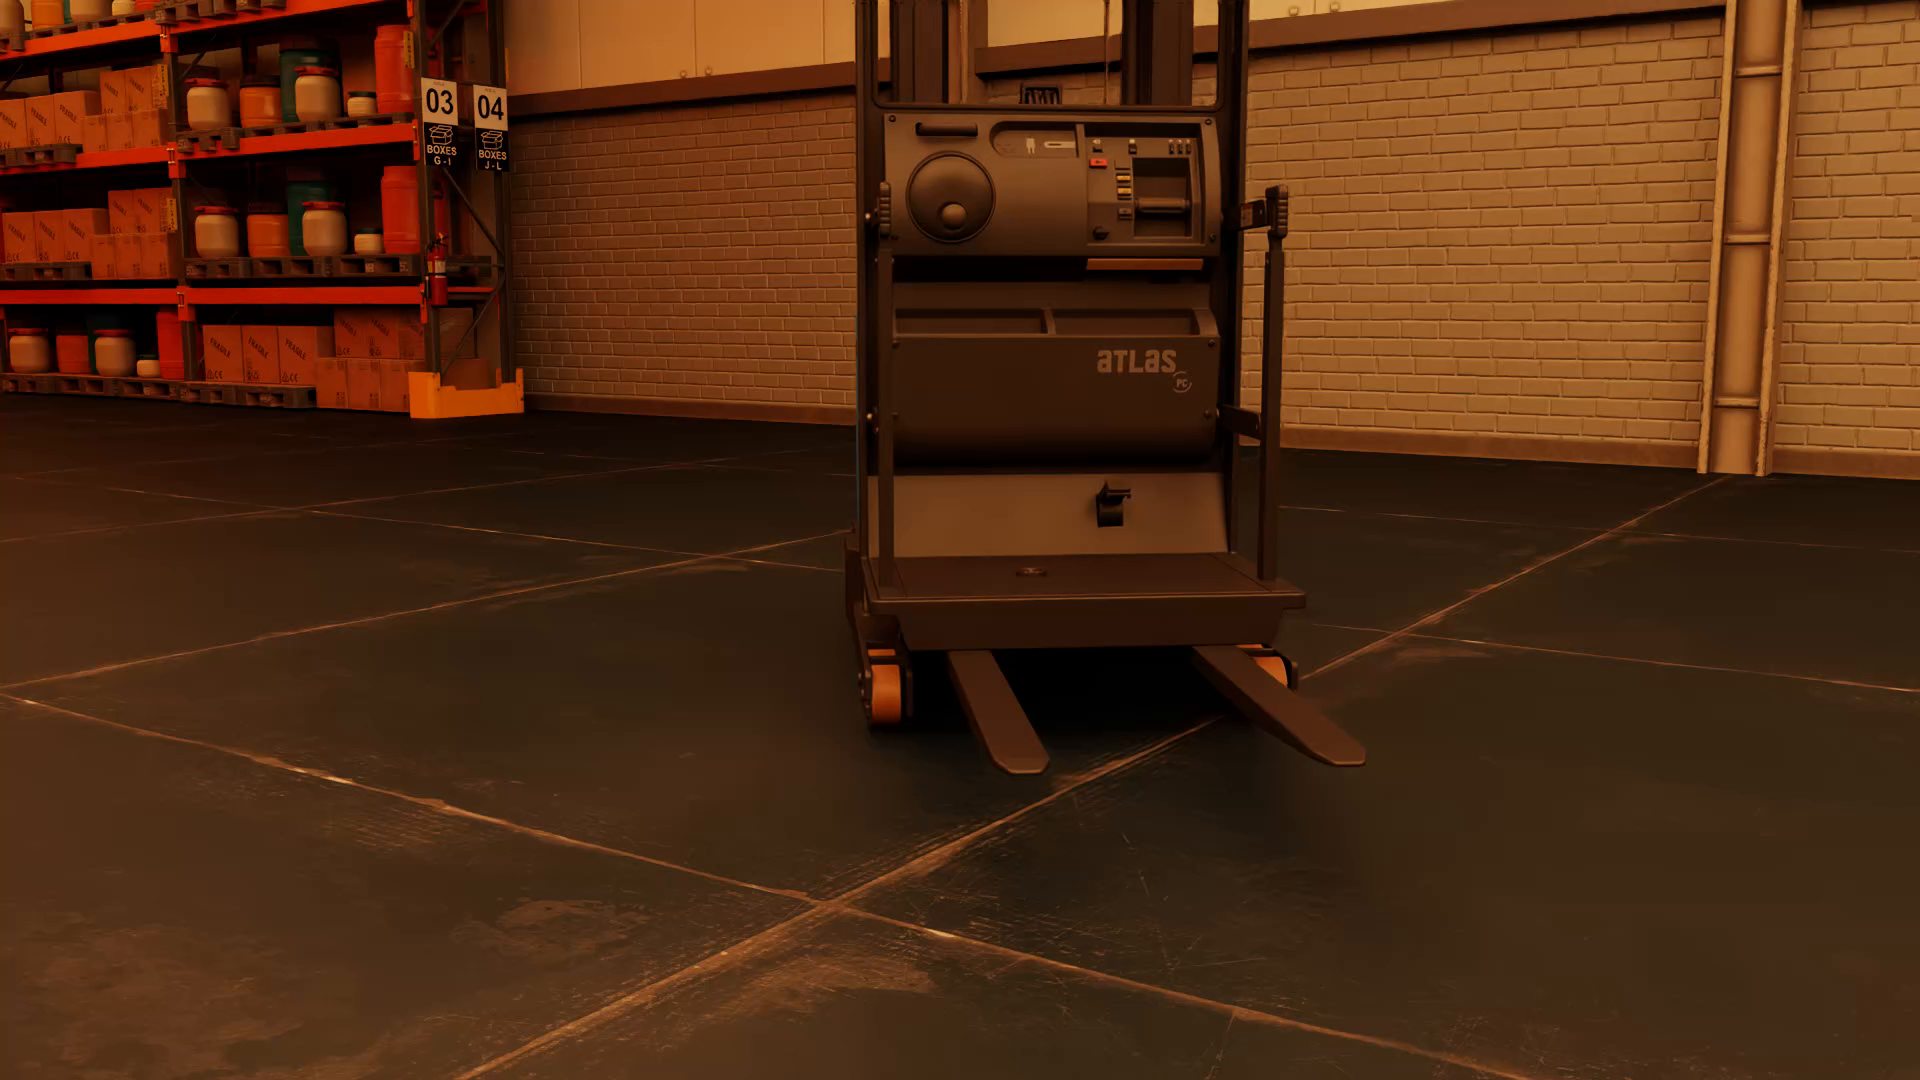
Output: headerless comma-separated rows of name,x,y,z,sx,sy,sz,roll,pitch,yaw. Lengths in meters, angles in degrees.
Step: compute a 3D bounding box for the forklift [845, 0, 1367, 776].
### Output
forklift,0.278,-1.022,4.382,1.130,2.935,3.031,-1,8,-5
